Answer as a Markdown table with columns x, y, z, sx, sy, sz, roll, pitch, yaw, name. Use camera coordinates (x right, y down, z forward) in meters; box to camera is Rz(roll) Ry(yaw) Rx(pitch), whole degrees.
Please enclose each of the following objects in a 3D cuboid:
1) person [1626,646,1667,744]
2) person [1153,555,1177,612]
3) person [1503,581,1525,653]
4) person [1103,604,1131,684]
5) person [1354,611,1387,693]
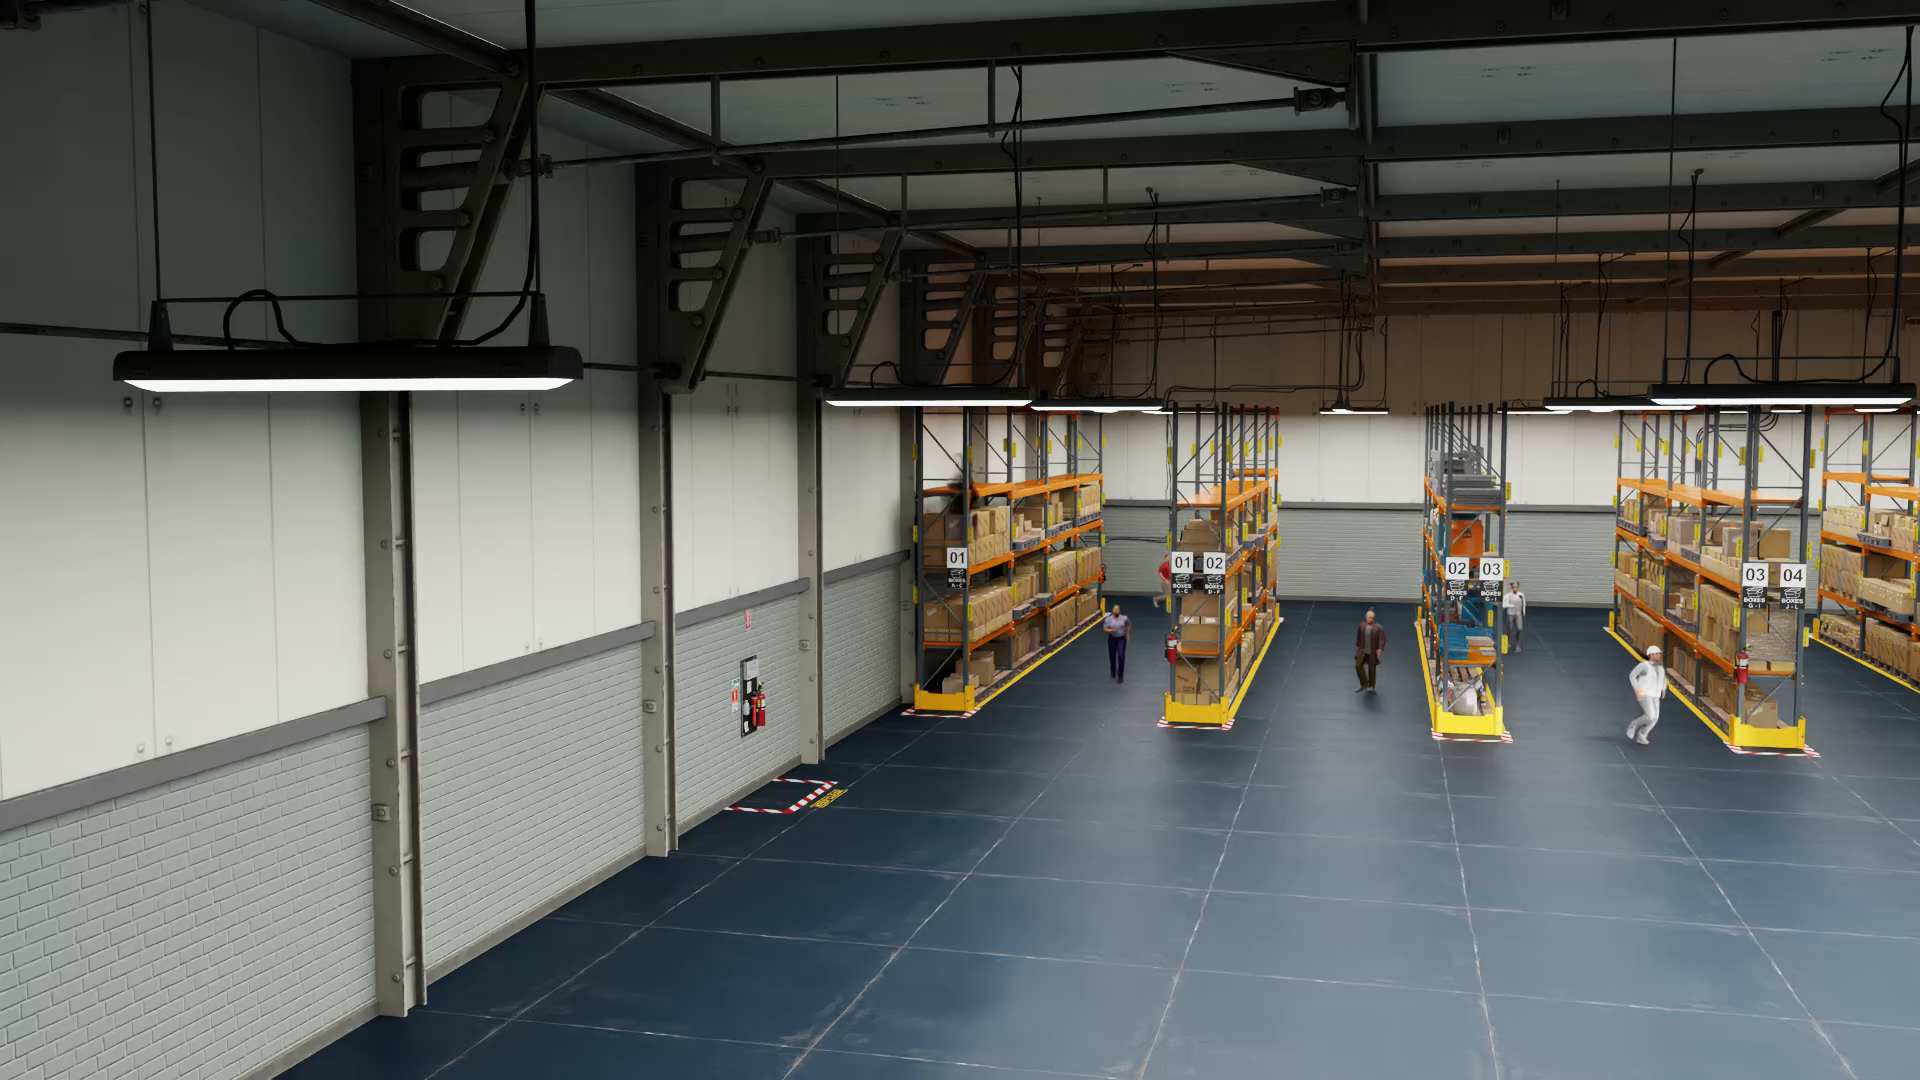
| x | y | z | sx | sy | sz | roll | pitch | yaw | name |
| --- | --- | --- | --- | --- | --- | --- | --- | --- | --- |
| 12.143 | 2.714 | 29.251 | 0.699 | 1.709 | 0.525 | -2 | 5 | -27 | person |
| 6.063 | 1.277 | 48.901 | 0.710 | 1.678 | 0.670 | 2 | 5 | 30 | person |
| 13.572 | 1.875 | 40.721 | 0.592 | 1.741 | 0.830 | 0 | 4 | 6 | person |
| 3.397 | 2.240 | 36.048 | 0.584 | 1.707 | 0.840 | 1 | 4 | 7 | person |
| 8.473 | 2.306 | 34.355 | 0.696 | 1.718 | 0.795 | 2 | 5 | 27 | person |
